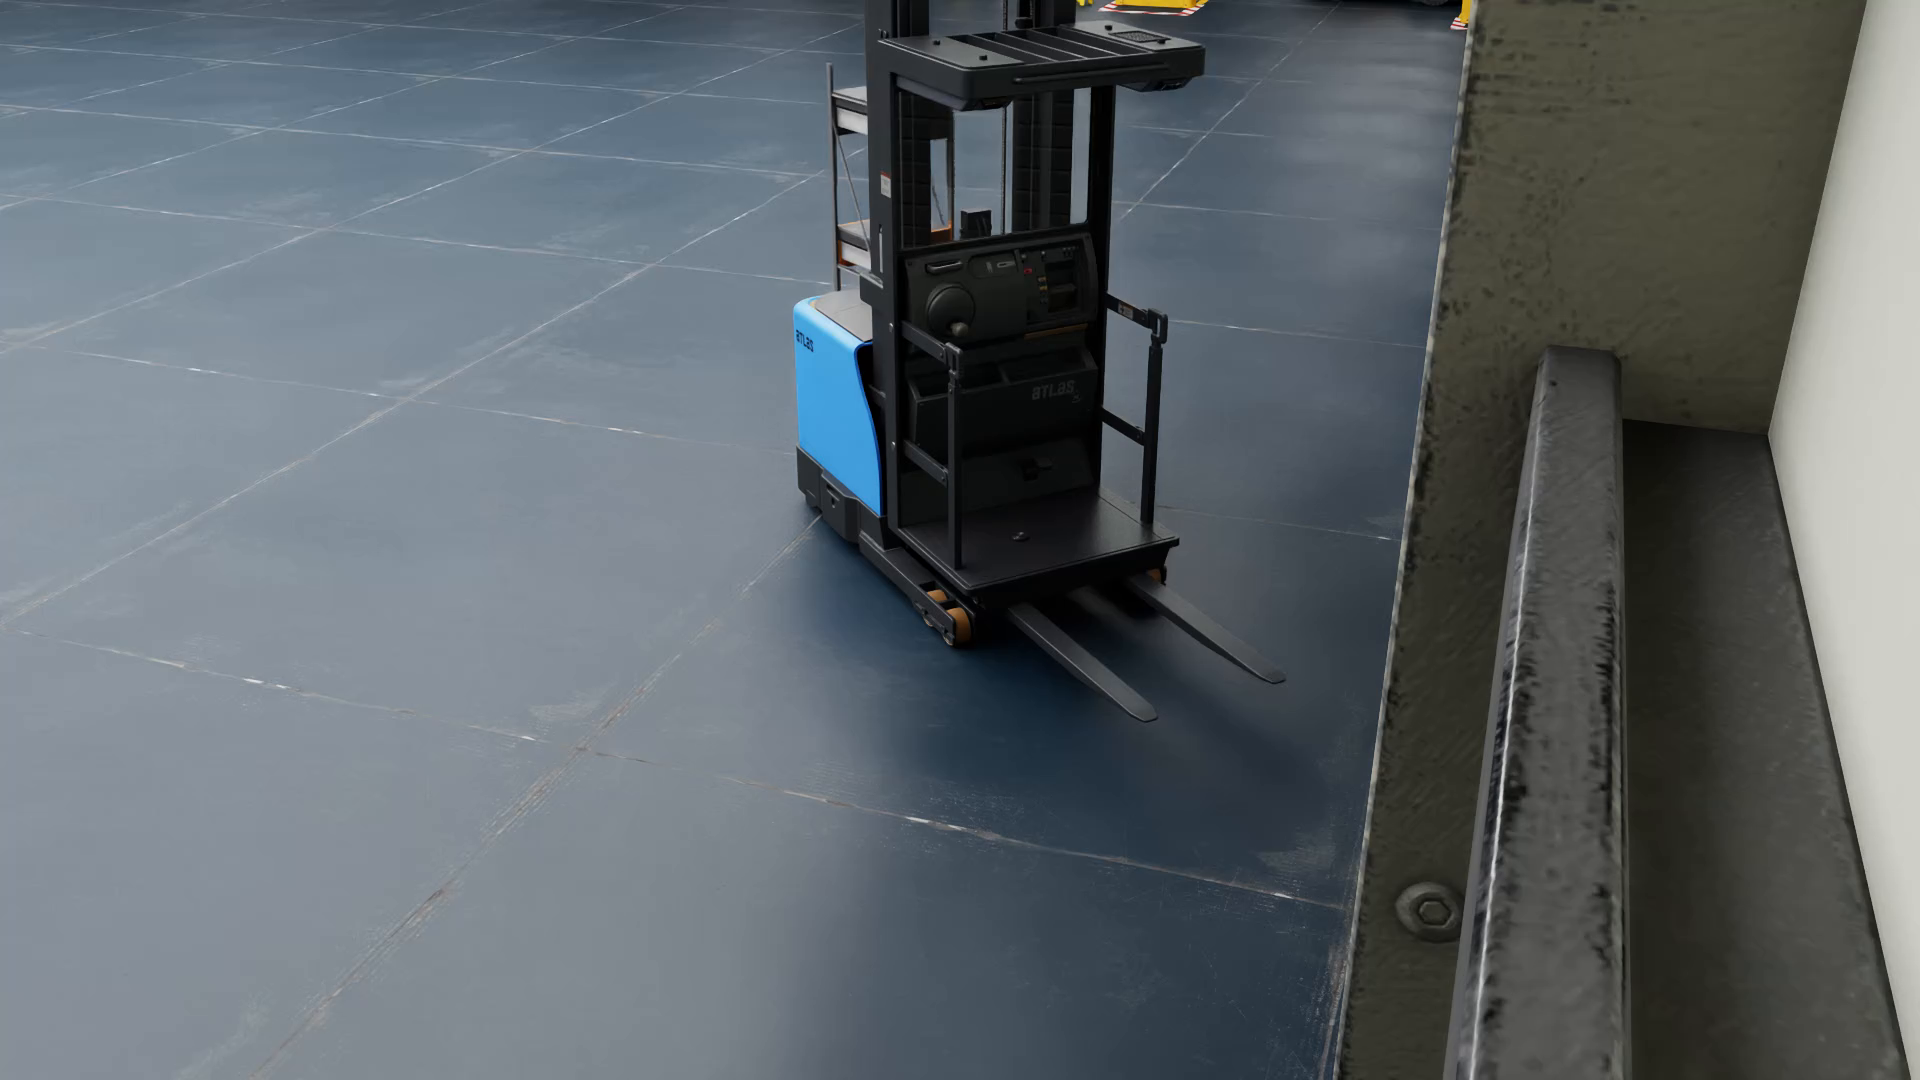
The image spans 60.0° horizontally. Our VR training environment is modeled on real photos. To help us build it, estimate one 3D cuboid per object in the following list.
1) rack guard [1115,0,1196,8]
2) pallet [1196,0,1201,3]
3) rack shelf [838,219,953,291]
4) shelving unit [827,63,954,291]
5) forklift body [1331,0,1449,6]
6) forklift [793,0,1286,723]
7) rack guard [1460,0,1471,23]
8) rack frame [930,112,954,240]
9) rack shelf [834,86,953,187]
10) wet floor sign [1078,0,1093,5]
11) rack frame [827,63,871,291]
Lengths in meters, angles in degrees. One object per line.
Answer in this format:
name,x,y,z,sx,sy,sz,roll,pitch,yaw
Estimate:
rack guard,2.892,-8.143,24.496,1.175,0.500,0.348,9,27,17
pallet,3.196,-8.342,25.237,1.003,0.211,1.213,9,27,17
rack shelf,-0.355,-1.451,8.868,0.480,0.518,0.431,-18,31,-33
shelving unit,-0.355,-1.463,8.863,0.503,2.100,0.431,-18,31,-33
forklift body,6.460,-9.181,24.744,2.313,2.155,1.214,9,27,17
forklift,0.291,-1.079,7.116,1.130,2.935,3.031,-13,29,-25
rack guard,7.541,-7.384,22.927,1.175,0.500,0.348,9,27,17
rack frame,-0.160,-1.527,8.995,0.015,2.100,0.400,-18,31,-33
rack shelf,-0.354,-2.081,8.563,0.480,0.518,0.431,-18,31,-33
wet floor sign,1.795,-8.255,24.559,0.267,0.644,0.232,20,32,35
rack frame,-0.549,-1.399,8.730,0.015,2.100,0.400,-18,31,-33
